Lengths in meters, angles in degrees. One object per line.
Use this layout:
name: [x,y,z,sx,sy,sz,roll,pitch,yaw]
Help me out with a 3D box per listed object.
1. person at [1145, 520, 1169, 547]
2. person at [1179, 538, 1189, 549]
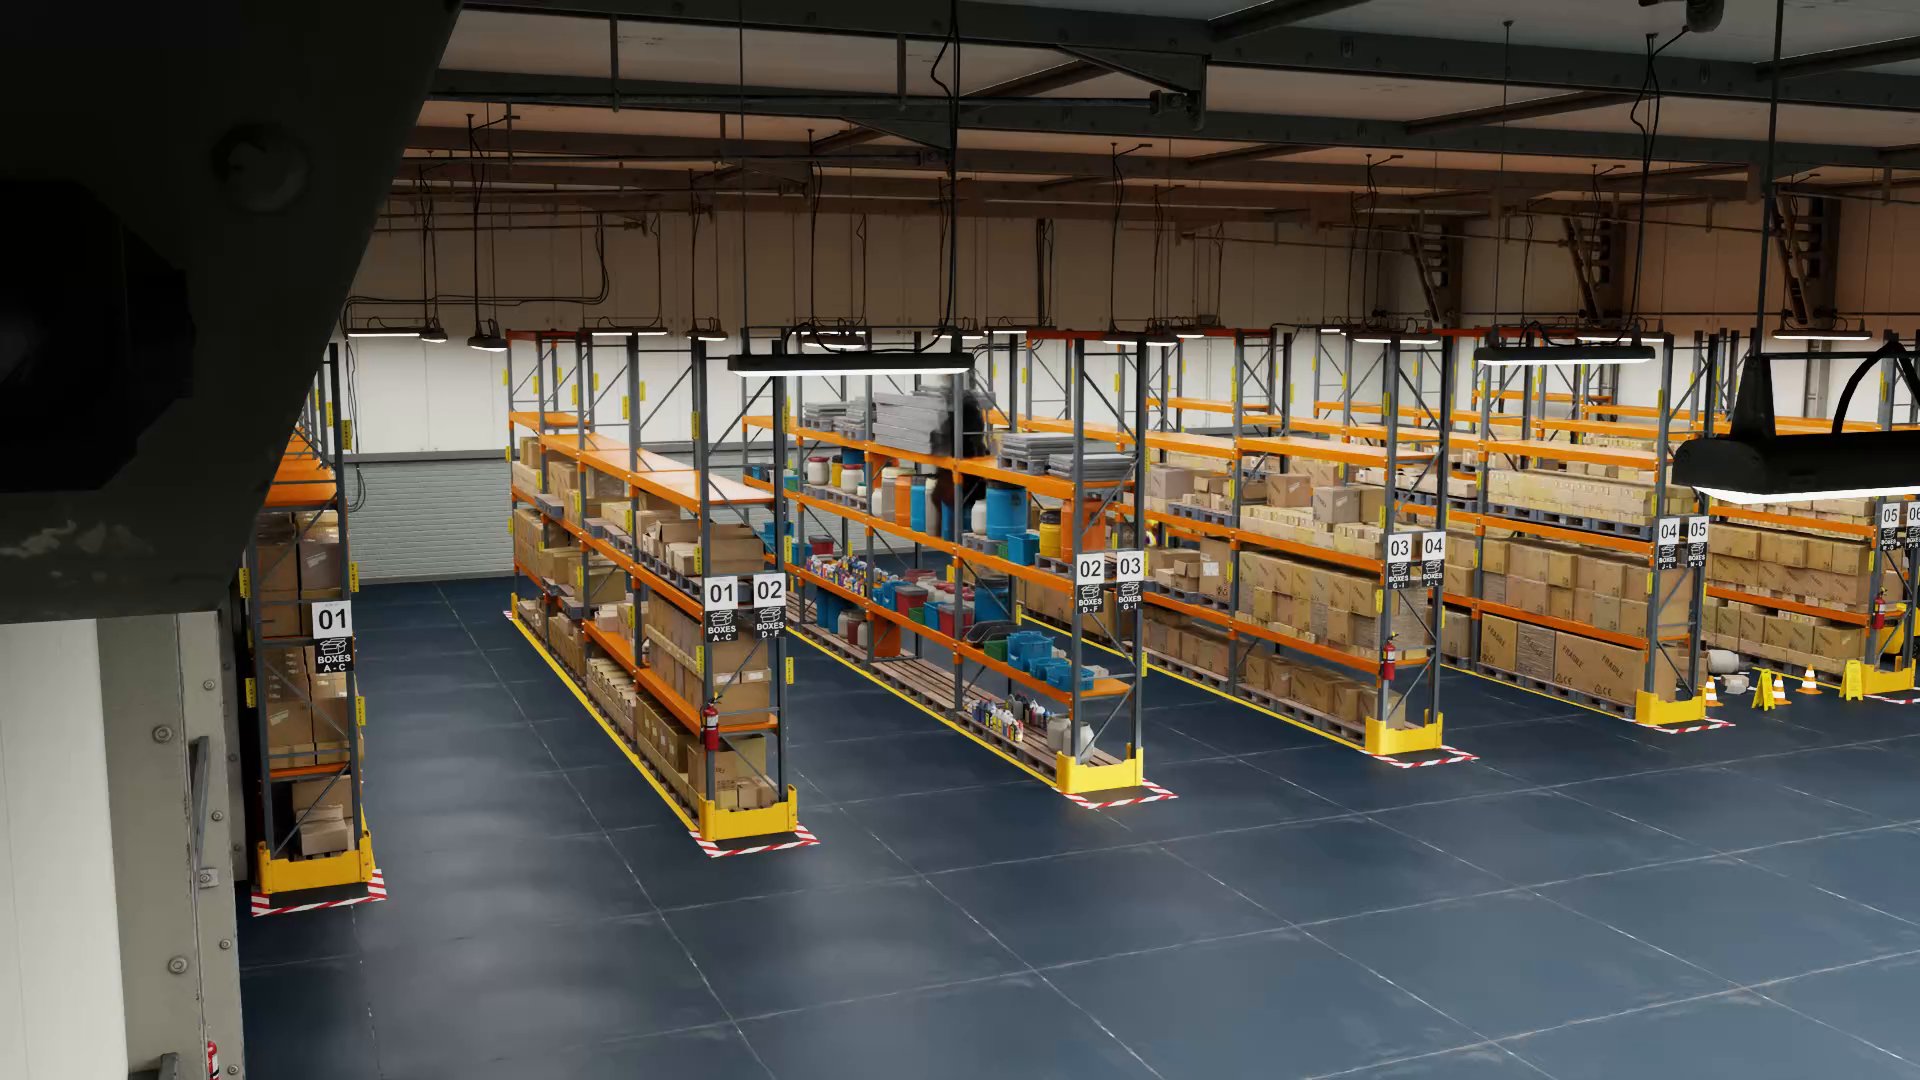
person: [4.403,0.398,37.409,0.714,1.729,0.611,-2,8,-17]
person: [5.622,-0.156,41.555,0.644,1.727,0.690,3,8,20]
